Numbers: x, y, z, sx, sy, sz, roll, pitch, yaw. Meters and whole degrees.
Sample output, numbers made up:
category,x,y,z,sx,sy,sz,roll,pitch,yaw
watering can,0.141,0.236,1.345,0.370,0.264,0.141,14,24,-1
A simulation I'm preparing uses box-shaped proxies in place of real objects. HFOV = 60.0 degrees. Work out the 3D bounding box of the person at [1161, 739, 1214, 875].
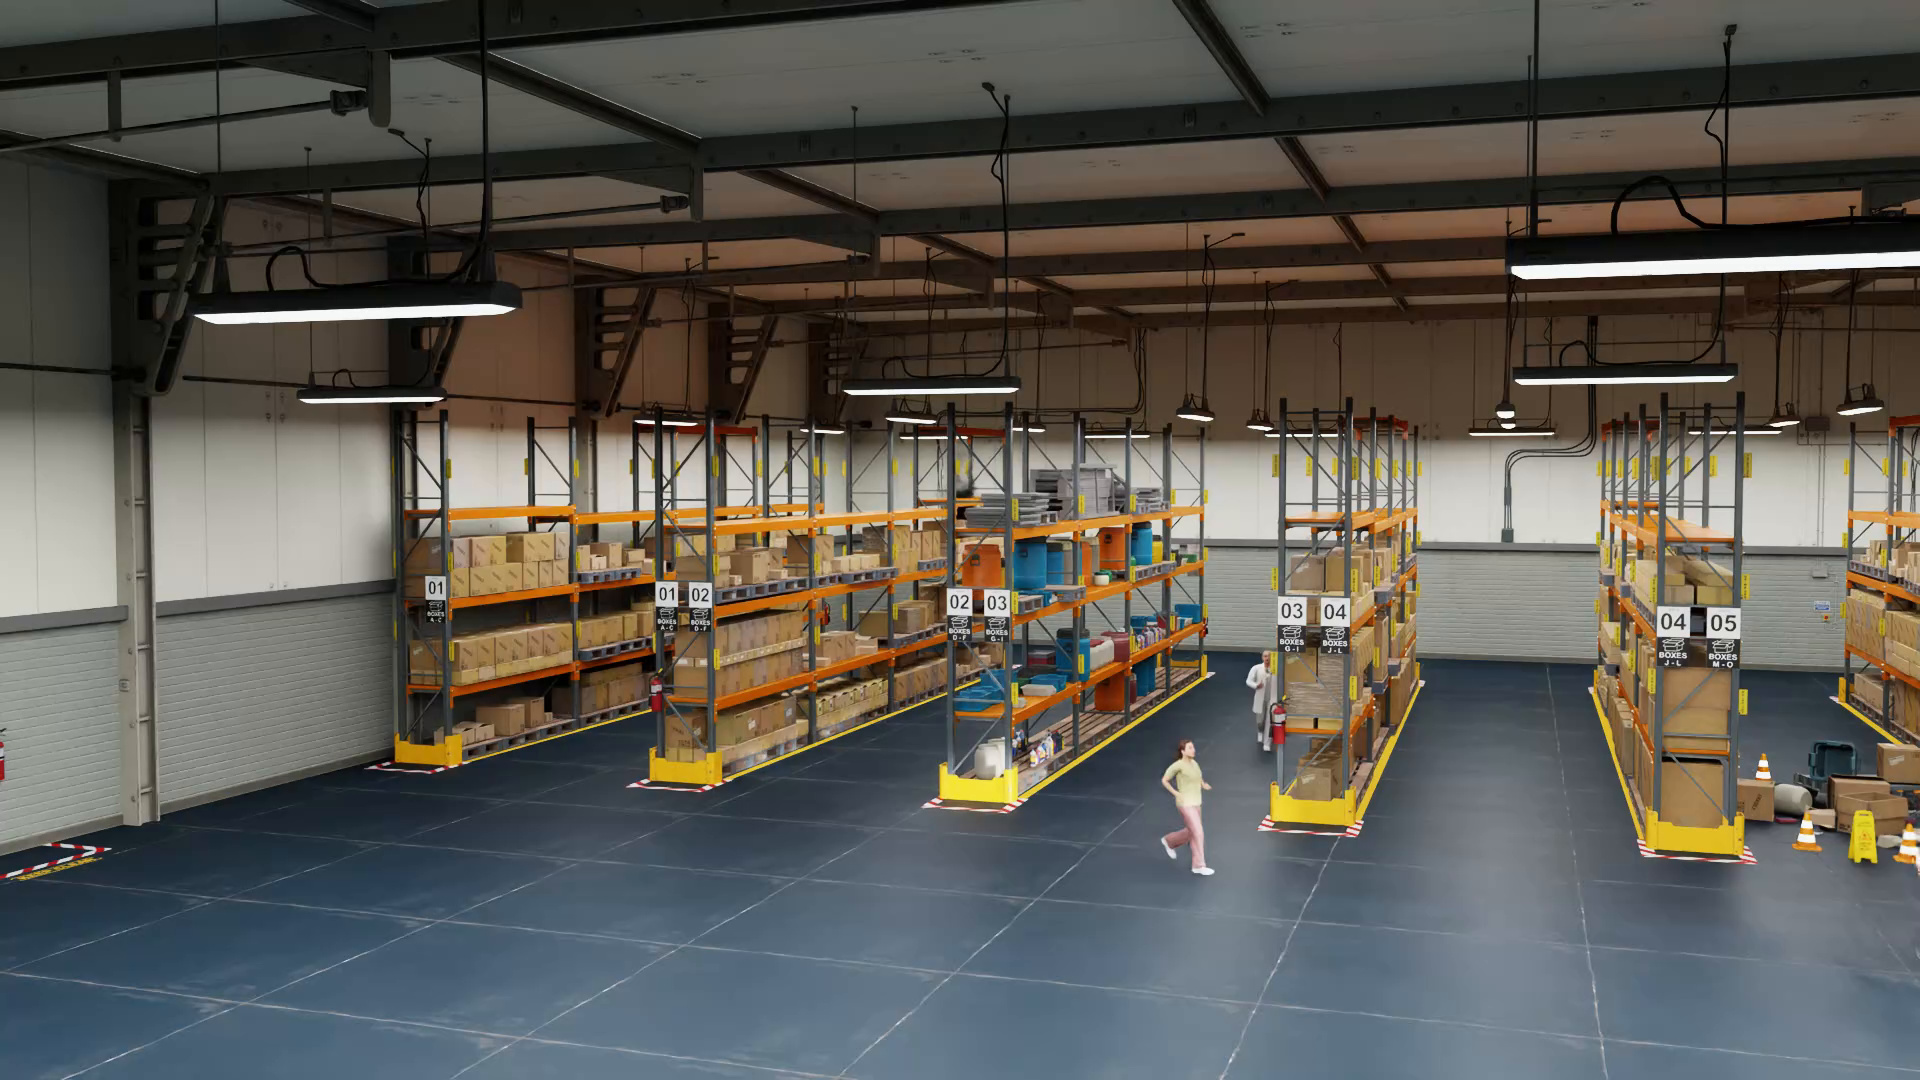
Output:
category,x,y,z,sx,sy,sz,roll,pitch,yaw
person,2.811,3.288,20.669,0.590,1.640,0.859,-2,3,-45

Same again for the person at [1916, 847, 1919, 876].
category,x,y,z,sx,sy,sz,roll,pitch,yaw
person,9.542,3.471,16.070,0.705,1.694,0.612,-1,3,-27

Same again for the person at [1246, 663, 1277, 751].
category,x,y,z,sx,sy,sz,roll,pitch,yaw
person,5.467,2.943,29.659,0.716,1.549,0.901,0,2,9
